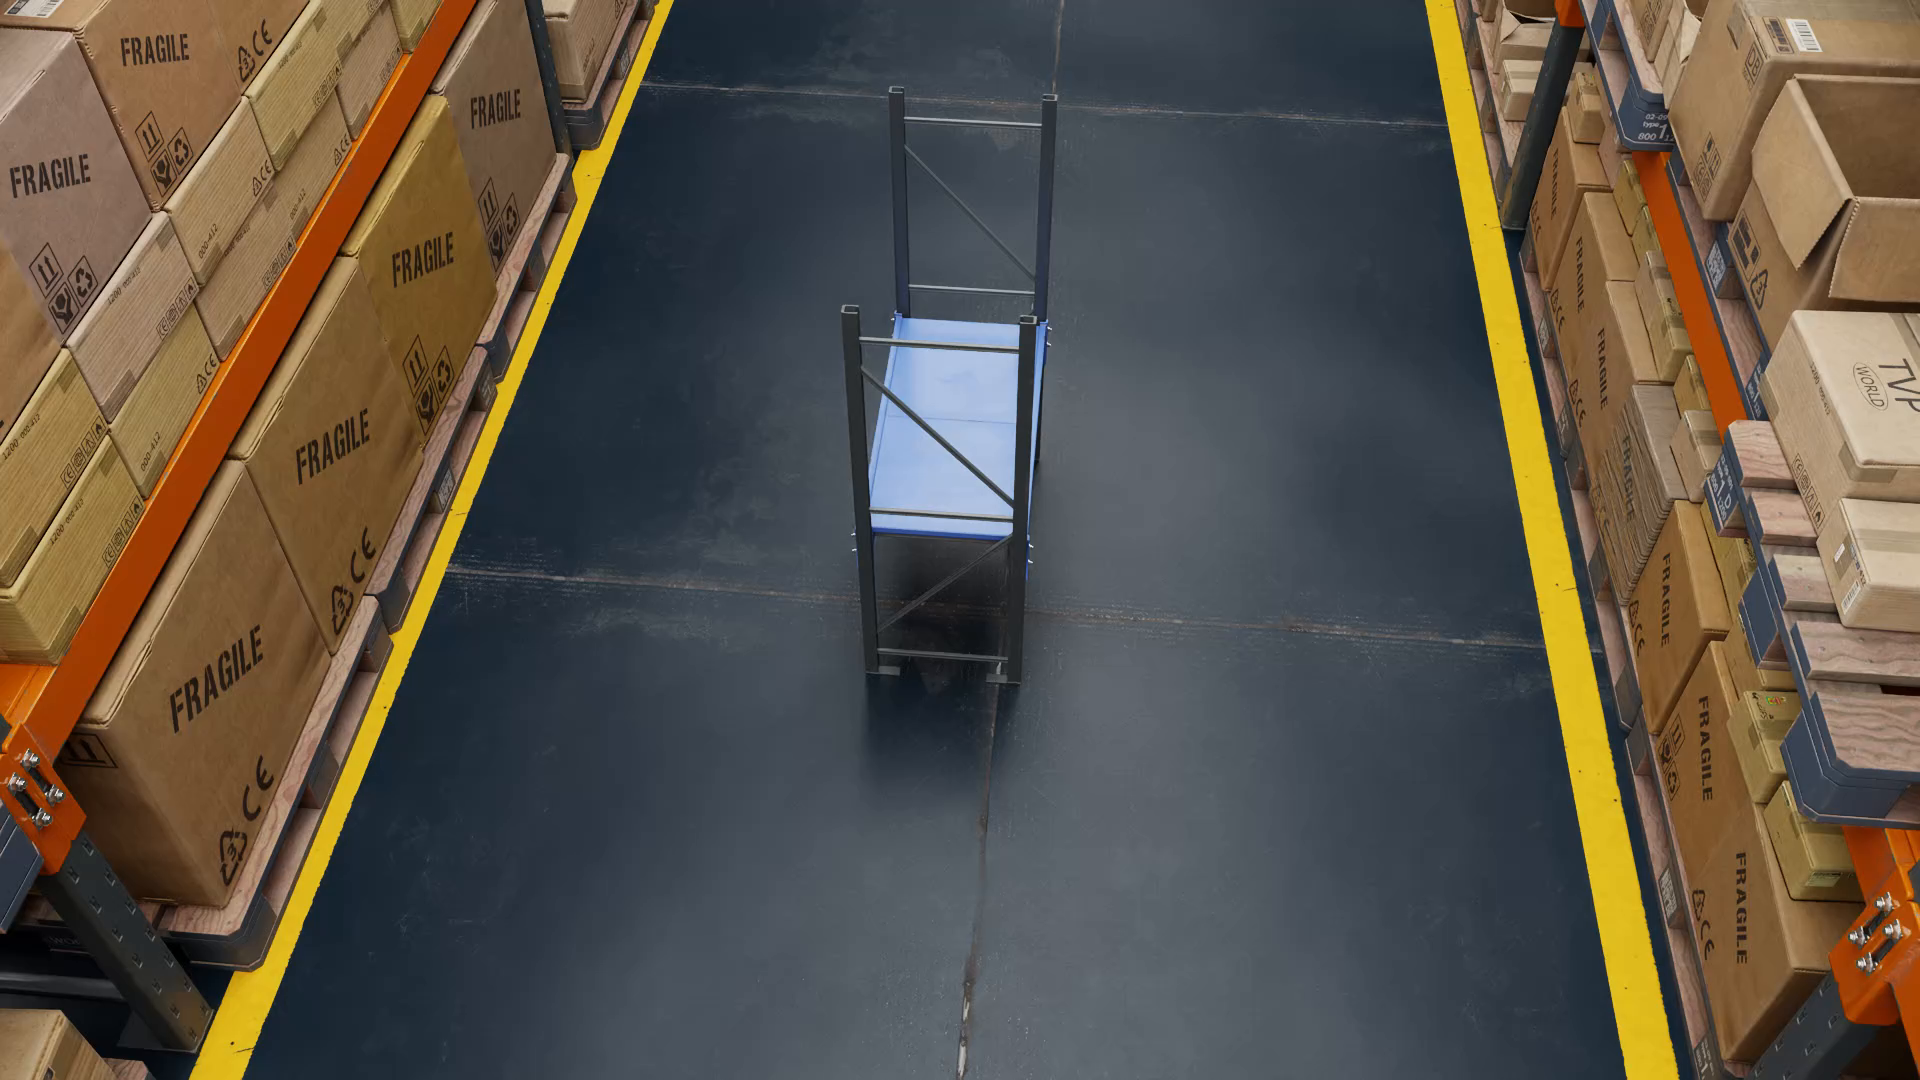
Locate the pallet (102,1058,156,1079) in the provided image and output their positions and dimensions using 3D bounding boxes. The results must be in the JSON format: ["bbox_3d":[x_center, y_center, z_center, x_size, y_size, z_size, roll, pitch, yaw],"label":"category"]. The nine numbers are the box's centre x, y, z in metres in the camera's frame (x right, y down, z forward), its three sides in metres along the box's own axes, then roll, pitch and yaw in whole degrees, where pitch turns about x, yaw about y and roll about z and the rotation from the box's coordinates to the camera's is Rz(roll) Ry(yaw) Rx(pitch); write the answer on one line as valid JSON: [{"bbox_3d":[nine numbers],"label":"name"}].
[{"bbox_3d":[-2.619,1.811,3.950,1.003,0.211,1.213,4,48,4],"label":"pallet"}]

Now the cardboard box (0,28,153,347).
[{"bbox_3d":[-2.222,-0.786,3.691,0.500,0.500,0.500,4,48,4],"label":"cardboard box"}]

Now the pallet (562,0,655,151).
[{"bbox_3d":[-2.035,-2.256,7.670,1.003,0.211,1.213,4,48,4],"label":"pallet"}]

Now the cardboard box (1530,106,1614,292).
[{"bbox_3d":[2.493,-1.270,6.288,0.500,0.500,0.500,6,48,5],"label":"cardboard box"}]

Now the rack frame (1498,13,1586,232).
[{"bbox_3d":[2.761,-2.312,5.832,1.000,3.000,0.127,4,48,4],"label":"rack frame"}]

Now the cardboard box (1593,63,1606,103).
[{"bbox_3d":[2.524,-1.680,6.022,0.380,0.149,0.250,3,48,3],"label":"cardboard box"}]

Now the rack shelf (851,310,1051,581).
[{"bbox_3d":[-0.008,-0.322,5.272,0.538,0.185,1.000,4,48,4],"label":"rack shelf"}]

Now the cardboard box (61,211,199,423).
[{"bbox_3d":[-2.206,-0.557,3.990,0.500,0.250,0.500,5,48,4],"label":"cardboard box"}]

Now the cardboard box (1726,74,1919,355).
[{"bbox_3d":[2.362,-0.761,4.059,0.797,0.503,0.637,3,48,3],"label":"cardboard box"}]

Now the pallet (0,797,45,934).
[{"bbox_3d":[-2.505,0.892,3.032,1.213,0.211,1.003,4,48,4],"label":"pallet"}]

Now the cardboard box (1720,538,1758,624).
[{"bbox_3d":[2.321,0.146,4.553,0.380,0.149,0.250,5,48,5],"label":"cardboard box"}]

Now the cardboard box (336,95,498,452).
[{"bbox_3d":[-2.233,-0.943,5.735,0.875,0.875,0.875,5,48,5],"label":"cardboard box"}]

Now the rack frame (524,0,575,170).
[{"bbox_3d":[-2.182,-2.643,6.135,1.000,3.000,0.127,4,48,4],"label":"rack frame"}]

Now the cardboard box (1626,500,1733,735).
[{"bbox_3d":[2.322,0.252,4.896,0.500,0.500,0.500,6,48,5],"label":"cardboard box"}]

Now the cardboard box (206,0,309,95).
[{"bbox_3d":[-2.110,-1.536,4.377,0.500,0.500,0.500,5,48,4],"label":"cardboard box"}]

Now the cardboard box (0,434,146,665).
[{"bbox_3d":[-2.251,0.004,3.815,0.500,0.250,0.500,3,48,3],"label":"cardboard box"}]

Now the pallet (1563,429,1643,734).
[{"bbox_3d":[2.616,0.128,5.490,1.003,0.211,1.213,4,48,4],"label":"pallet"}]

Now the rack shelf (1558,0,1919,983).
[{"bbox_3d":[2.579,-0.600,4.753,1.077,0.370,4.000,4,48,4],"label":"rack shelf"}]

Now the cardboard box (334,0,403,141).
[{"bbox_3d":[-2.084,-1.502,5.193,0.500,0.250,0.500,3,48,2],"label":"cardboard box"}]

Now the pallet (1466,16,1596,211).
[{"bbox_3d":[2.825,-1.875,7.322,1.003,0.211,1.213,4,48,4],"label":"pallet"}]

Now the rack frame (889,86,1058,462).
[{"bbox_3d":[0.039,-0.817,5.481,0.500,1.500,0.032,4,48,4],"label":"rack frame"}]

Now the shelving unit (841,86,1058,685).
[{"bbox_3d":[-0.008,-0.443,5.139,0.538,1.500,1.048,4,48,4],"label":"shelving unit"}]

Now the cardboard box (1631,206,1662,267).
[{"bbox_3d":[2.492,-0.983,5.586,0.380,0.149,0.250,3,48,3],"label":"cardboard box"}]

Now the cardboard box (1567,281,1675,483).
[{"bbox_3d":[2.405,-0.511,5.594,0.500,0.500,0.500,3,48,2],"label":"cardboard box"}]

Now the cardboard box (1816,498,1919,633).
[{"bbox_3d":[2.075,0.062,3.546,0.380,0.149,0.250,5,48,4],"label":"cardboard box"}]

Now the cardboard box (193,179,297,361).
[{"bbox_3d":[-2.168,-0.760,4.514,0.500,0.250,0.500,5,48,5],"label":"cardboard box"}]

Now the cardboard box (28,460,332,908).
[{"bbox_3d":[-2.401,0.370,4.535,0.875,0.875,0.875,3,48,3],"label":"cardboard box"}]

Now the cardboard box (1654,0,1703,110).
[{"bbox_3d":[2.253,-1.413,4.816,0.396,0.266,0.258,6,48,5],"label":"cardboard box"}]

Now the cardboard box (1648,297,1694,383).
[{"bbox_3d":[2.407,-0.620,5.254,0.380,0.149,0.250,5,48,5],"label":"cardboard box"}]

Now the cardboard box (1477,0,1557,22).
[{"bbox_3d":[2.765,-2.718,7.613,0.700,0.500,0.500,2,48,2],"label":"cardboard box"}]

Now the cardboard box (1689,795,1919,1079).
[{"bbox_3d":[2.221,1.004,4.208,0.500,0.500,0.500,5,48,5],"label":"cardboard box"}]

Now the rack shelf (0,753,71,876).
[{"bbox_3d":[-2.729,2.009,2.368,1.077,0.370,4.000,4,48,4],"label":"rack shelf"}]

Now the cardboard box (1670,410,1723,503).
[{"bbox_3d":[2.339,-0.242,4.909,0.380,0.149,0.250,2,48,2],"label":"cardboard box"}]

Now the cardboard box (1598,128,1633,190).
[{"bbox_3d":[2.516,-1.375,5.944,0.380,0.149,0.250,3,48,2],"label":"cardboard box"}]

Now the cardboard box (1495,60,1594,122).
[{"bbox_3d":[2.520,-1.921,7.121,0.380,0.149,0.250,3,48,2],"label":"cardboard box"}]

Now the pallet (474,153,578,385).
[{"bbox_3d":[-2.177,-1.130,6.640,1.003,0.211,1.213,4,48,4],"label":"pallet"}]

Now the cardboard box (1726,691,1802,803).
[{"bbox_3d":[2.184,0.528,4.204,0.380,0.149,0.250,2,48,2],"label":"cardboard box"}]

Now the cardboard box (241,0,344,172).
[{"bbox_3d":[-2.089,-1.295,4.664,0.500,0.250,0.500,5,48,4],"label":"cardboard box"}]

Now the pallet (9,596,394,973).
[{"bbox_3d":[-2.400,0.663,5.001,1.003,0.211,1.213,4,48,4],"label":"pallet"}]

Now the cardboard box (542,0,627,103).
[{"bbox_3d":[-2.018,-2.374,7.341,0.875,0.438,0.875,3,48,3],"label":"cardboard box"}]
